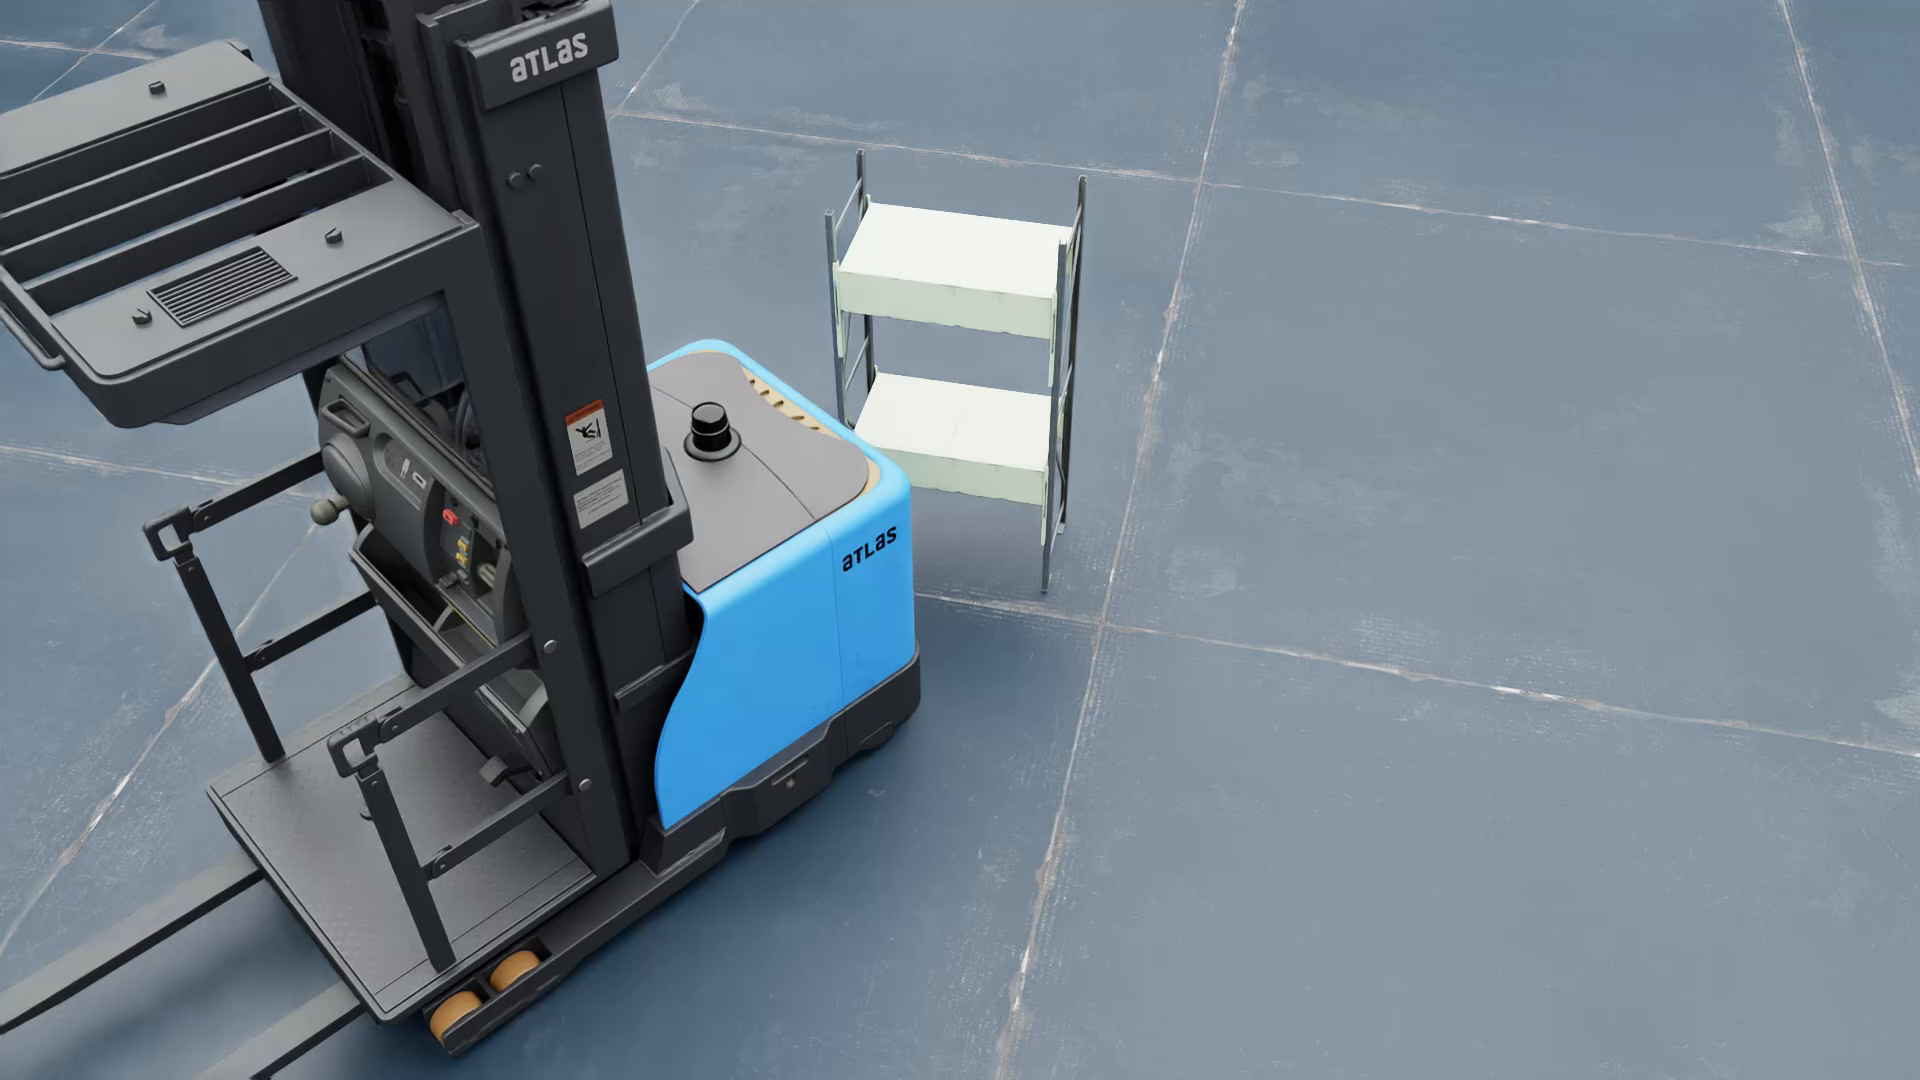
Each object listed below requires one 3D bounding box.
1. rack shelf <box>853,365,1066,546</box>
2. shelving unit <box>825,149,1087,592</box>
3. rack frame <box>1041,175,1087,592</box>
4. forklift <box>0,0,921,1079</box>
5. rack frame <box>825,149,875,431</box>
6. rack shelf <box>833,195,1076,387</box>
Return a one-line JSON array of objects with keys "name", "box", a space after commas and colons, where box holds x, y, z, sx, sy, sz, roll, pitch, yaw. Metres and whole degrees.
[{"name": "rack shelf", "box": [-0.007, -0.306, 5.957, 0.720, 0.370, 0.431, 9, 45, 9]}, {"name": "shelving unit", "box": [-0.007, -0.541, 5.731, 0.755, 1.500, 0.431, 9, 45, 9]}, {"name": "rack frame", "box": [0.351, -0.486, 5.673, 0.023, 1.500, 0.400, 9, 45, 9]}, {"name": "forklift", "box": [-1.551, -0.018, 4.155, 3.031, 2.935, 1.130, -33, 53, -30]}, {"name": "rack frame", "box": [-0.364, -0.597, 5.789, 0.023, 1.500, 0.400, 9, 45, 9]}, {"name": "rack shelf", "box": [-0.007, -0.823, 5.460, 0.720, 0.370, 0.431, 9, 45, 9]}]
